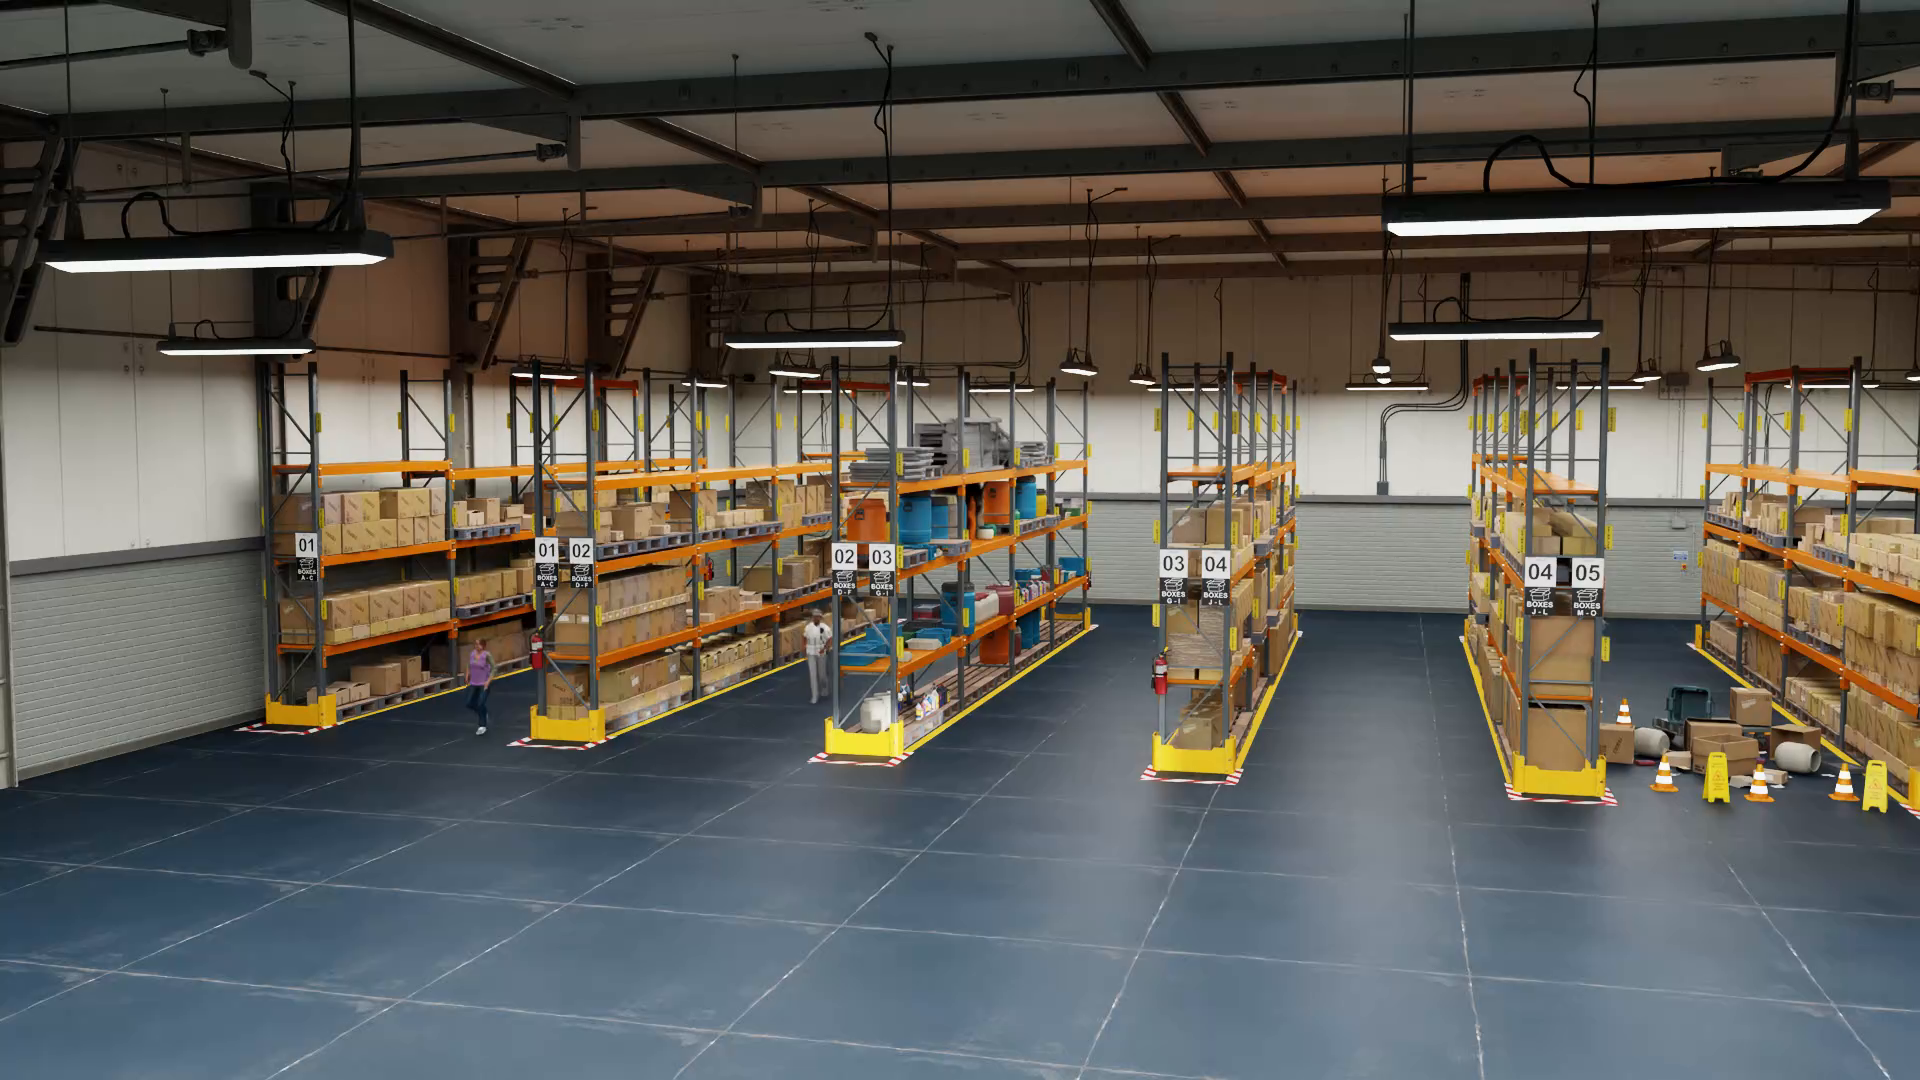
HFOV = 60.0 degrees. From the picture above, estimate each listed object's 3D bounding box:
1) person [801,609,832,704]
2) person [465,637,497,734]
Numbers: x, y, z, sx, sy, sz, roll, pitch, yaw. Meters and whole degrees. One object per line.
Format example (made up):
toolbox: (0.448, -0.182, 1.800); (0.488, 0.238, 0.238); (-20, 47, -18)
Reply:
person: (-2.572, 2.060, 29.910); (0.600, 1.684, 0.747); (0, 4, 5)
person: (-7.762, 2.356, 26.857); (0.568, 1.545, 0.486); (1, 4, 16)
